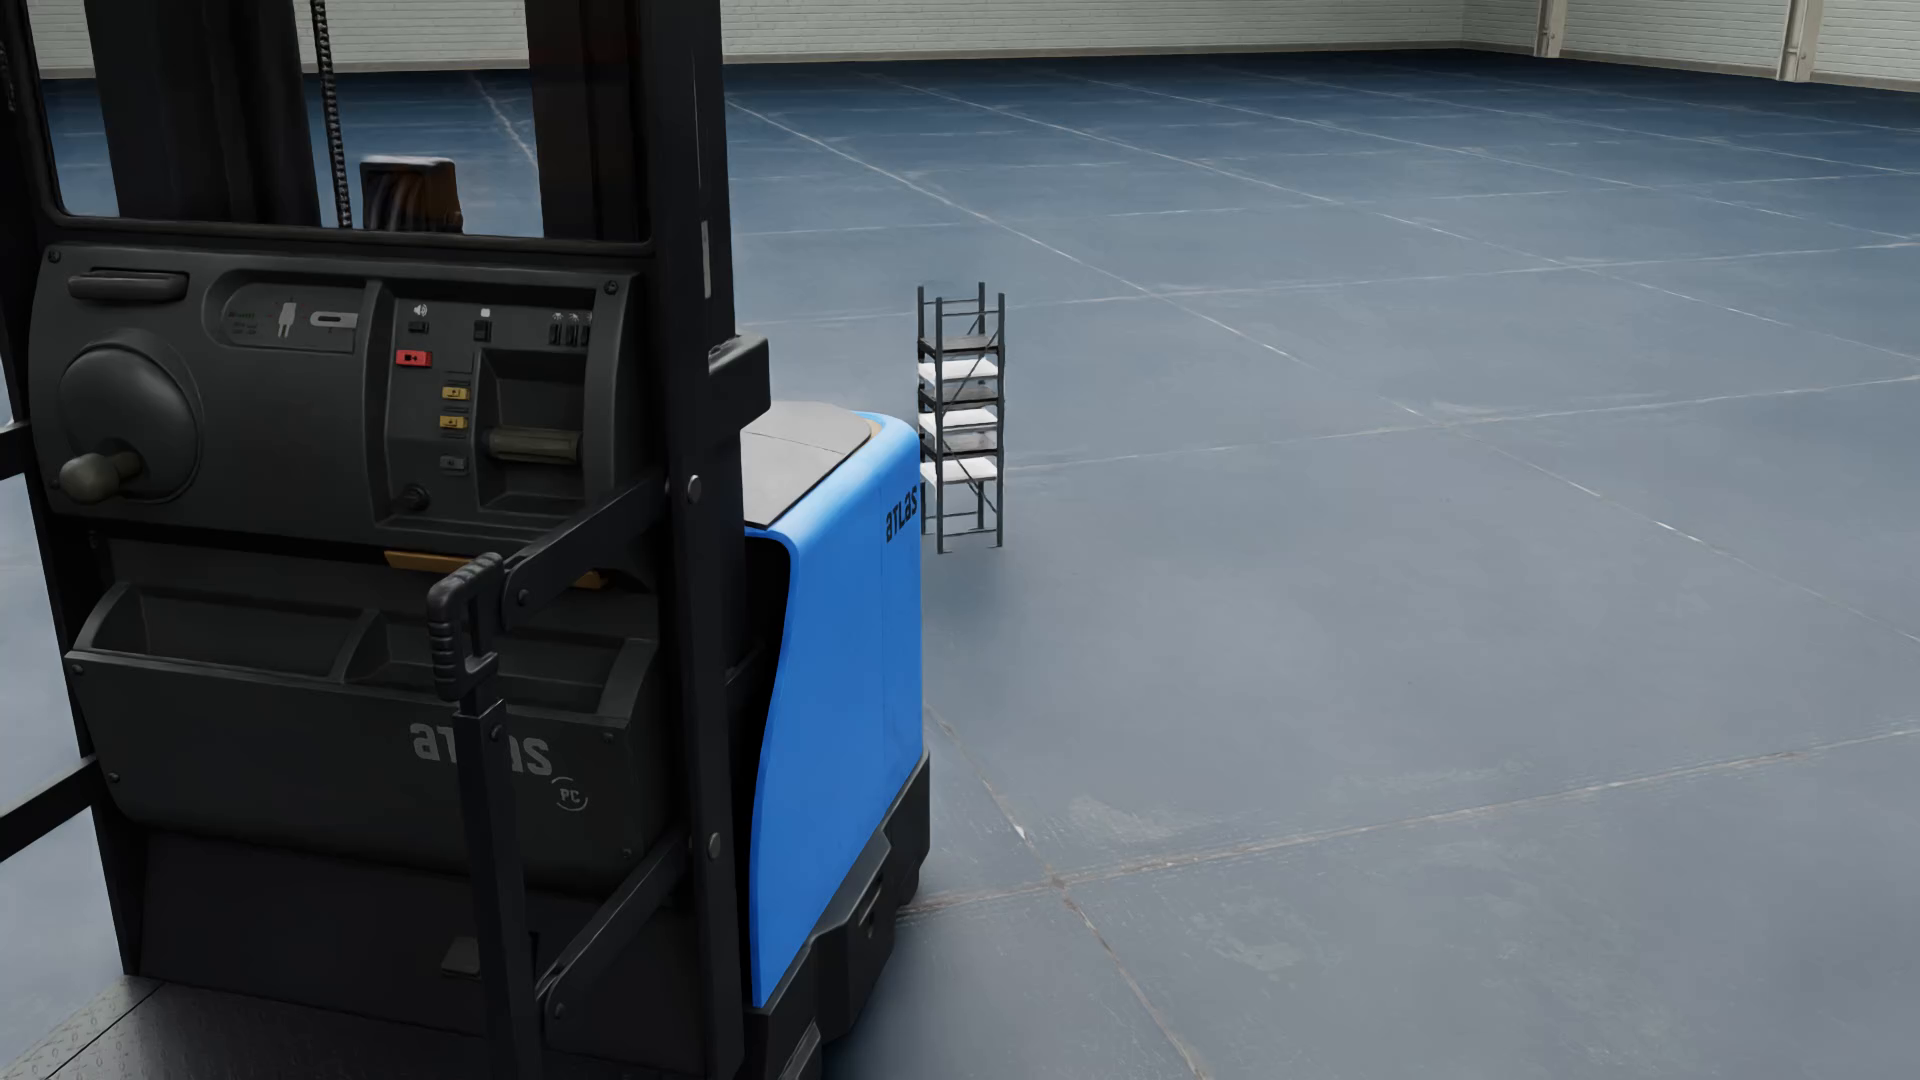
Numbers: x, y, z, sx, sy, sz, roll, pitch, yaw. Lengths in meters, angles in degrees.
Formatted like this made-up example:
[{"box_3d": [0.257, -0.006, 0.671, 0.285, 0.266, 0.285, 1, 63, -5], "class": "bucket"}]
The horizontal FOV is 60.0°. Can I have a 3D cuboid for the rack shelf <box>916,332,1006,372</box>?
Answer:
[{"box_3d": [0.003, -0.644, 5.677, 0.258, 0.077, 0.200, -6, 21, -17], "class": "rack shelf"}]

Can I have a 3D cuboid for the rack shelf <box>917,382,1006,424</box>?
[{"box_3d": [0.003, -0.474, 5.738, 0.258, 0.077, 0.200, -6, 21, -17], "class": "rack shelf"}]

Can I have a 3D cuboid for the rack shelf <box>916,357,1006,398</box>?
[{"box_3d": [0.003, -0.559, 5.708, 0.258, 0.077, 0.200, -6, 21, -17], "class": "rack shelf"}]

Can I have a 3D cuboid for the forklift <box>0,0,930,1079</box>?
[{"box_3d": [-0.945, -0.194, 2.122, 1.130, 2.935, 3.031, 5, 20, 14], "class": "forklift"}]

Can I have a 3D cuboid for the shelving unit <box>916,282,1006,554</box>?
[{"box_3d": [0.003, -0.421, 5.757, 0.258, 0.900, 0.210, -6, 21, -17], "class": "shelving unit"}]

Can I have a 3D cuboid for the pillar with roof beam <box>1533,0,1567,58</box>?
[{"box_3d": [6.806, -12.741, 28.076, 9.100, 9.000, 0.400, -6, 21, -17], "class": "pillar with roof beam"}]

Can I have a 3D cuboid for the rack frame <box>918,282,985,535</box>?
[{"box_3d": [-0.029, -0.454, 5.848, 0.240, 0.900, 0.006, -6, 21, -17], "class": "rack frame"}]

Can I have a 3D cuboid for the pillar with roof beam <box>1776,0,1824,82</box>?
[{"box_3d": [8.692, -10.815, 22.715, 9.100, 9.000, 0.400, -6, 21, -17], "class": "pillar with roof beam"}]

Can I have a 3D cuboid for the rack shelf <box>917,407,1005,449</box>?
[{"box_3d": [0.003, -0.390, 5.768, 0.258, 0.077, 0.200, -6, 21, -17], "class": "rack shelf"}]

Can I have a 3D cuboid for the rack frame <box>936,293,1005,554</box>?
[{"box_3d": [0.034, -0.388, 5.666, 0.240, 0.900, 0.006, -6, 21, -17], "class": "rack frame"}]

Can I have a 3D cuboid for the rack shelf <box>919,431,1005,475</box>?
[{"box_3d": [0.003, -0.305, 5.799, 0.258, 0.077, 0.200, -6, 21, -17], "class": "rack shelf"}]

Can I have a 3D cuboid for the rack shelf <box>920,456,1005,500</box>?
[{"box_3d": [0.003, -0.220, 5.829, 0.258, 0.077, 0.200, -6, 21, -17], "class": "rack shelf"}]
